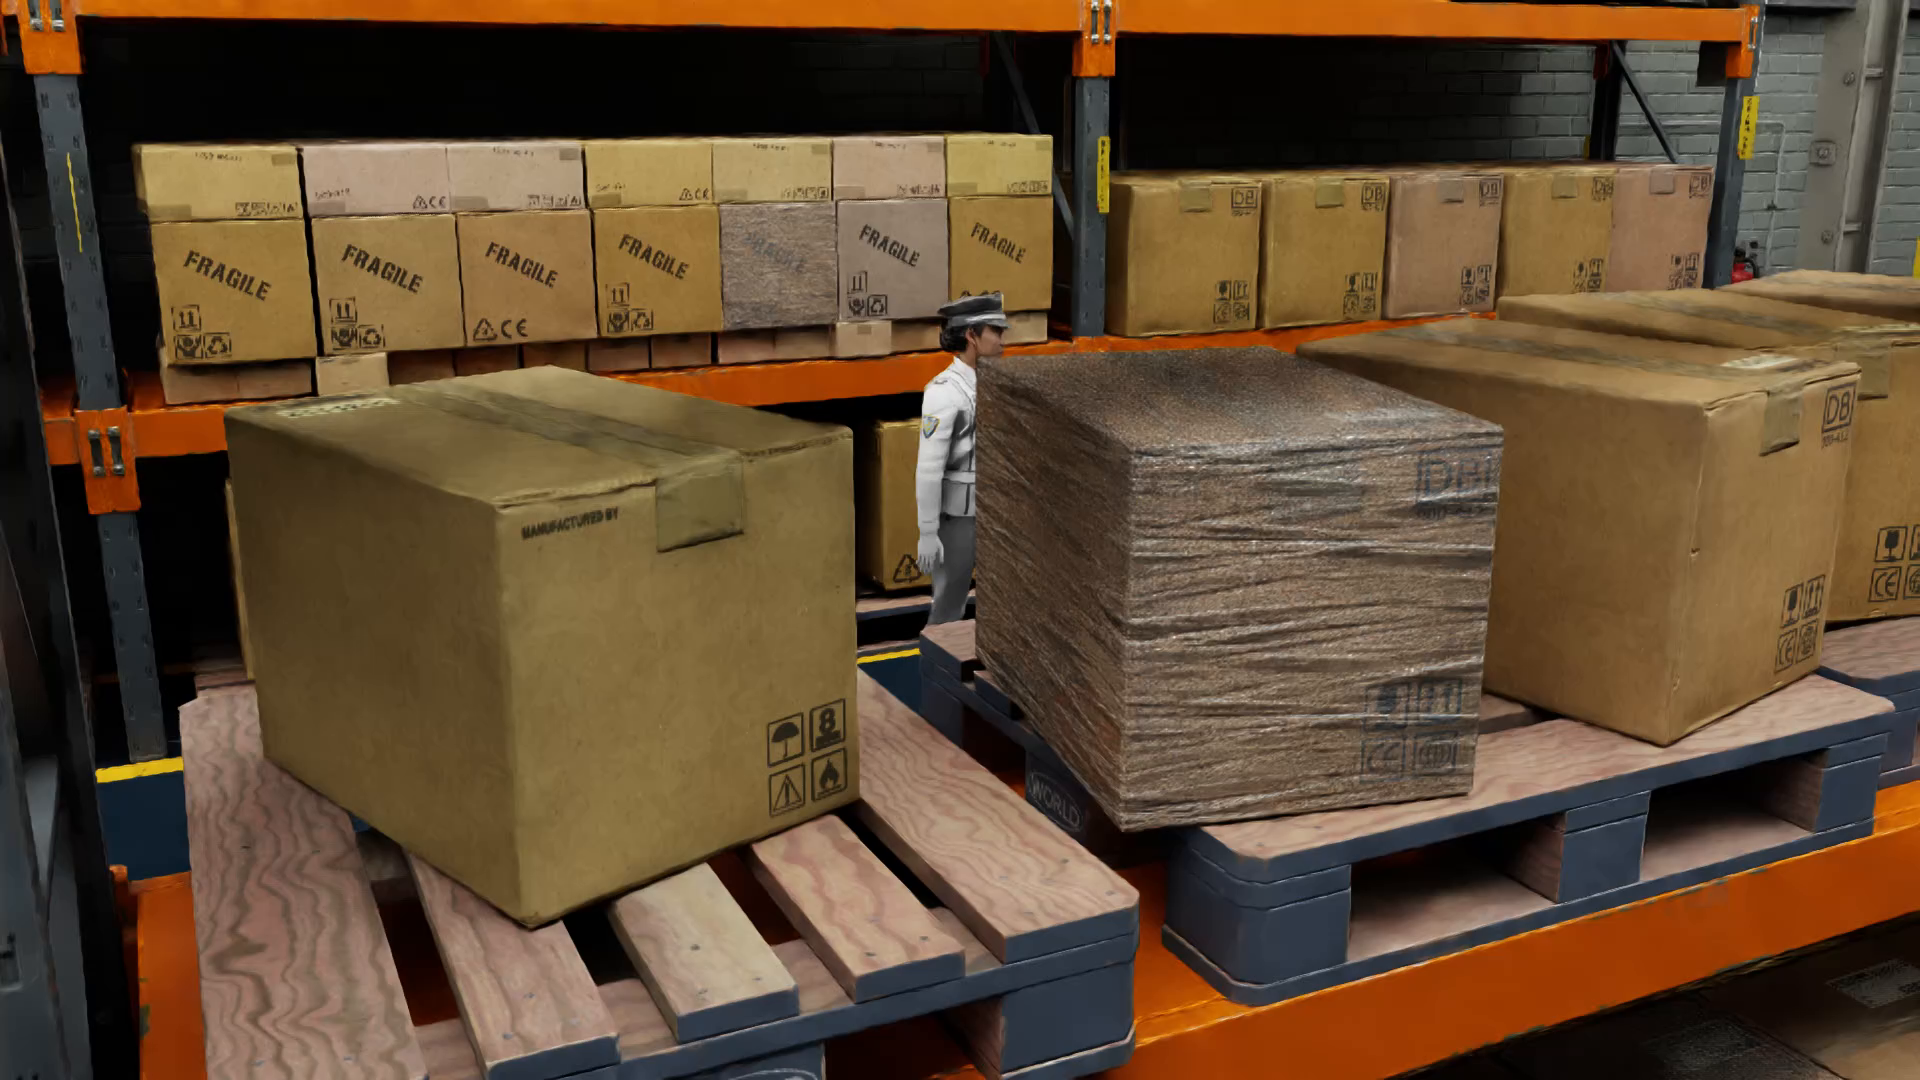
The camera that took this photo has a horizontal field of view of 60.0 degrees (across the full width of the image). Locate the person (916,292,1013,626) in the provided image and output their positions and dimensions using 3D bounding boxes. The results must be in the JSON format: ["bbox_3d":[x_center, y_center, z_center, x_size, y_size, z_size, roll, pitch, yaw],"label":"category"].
[{"bbox_3d":[0.091,-0.068,6.167,0.480,1.687,0.545,11,19,35],"label":"person"}]
